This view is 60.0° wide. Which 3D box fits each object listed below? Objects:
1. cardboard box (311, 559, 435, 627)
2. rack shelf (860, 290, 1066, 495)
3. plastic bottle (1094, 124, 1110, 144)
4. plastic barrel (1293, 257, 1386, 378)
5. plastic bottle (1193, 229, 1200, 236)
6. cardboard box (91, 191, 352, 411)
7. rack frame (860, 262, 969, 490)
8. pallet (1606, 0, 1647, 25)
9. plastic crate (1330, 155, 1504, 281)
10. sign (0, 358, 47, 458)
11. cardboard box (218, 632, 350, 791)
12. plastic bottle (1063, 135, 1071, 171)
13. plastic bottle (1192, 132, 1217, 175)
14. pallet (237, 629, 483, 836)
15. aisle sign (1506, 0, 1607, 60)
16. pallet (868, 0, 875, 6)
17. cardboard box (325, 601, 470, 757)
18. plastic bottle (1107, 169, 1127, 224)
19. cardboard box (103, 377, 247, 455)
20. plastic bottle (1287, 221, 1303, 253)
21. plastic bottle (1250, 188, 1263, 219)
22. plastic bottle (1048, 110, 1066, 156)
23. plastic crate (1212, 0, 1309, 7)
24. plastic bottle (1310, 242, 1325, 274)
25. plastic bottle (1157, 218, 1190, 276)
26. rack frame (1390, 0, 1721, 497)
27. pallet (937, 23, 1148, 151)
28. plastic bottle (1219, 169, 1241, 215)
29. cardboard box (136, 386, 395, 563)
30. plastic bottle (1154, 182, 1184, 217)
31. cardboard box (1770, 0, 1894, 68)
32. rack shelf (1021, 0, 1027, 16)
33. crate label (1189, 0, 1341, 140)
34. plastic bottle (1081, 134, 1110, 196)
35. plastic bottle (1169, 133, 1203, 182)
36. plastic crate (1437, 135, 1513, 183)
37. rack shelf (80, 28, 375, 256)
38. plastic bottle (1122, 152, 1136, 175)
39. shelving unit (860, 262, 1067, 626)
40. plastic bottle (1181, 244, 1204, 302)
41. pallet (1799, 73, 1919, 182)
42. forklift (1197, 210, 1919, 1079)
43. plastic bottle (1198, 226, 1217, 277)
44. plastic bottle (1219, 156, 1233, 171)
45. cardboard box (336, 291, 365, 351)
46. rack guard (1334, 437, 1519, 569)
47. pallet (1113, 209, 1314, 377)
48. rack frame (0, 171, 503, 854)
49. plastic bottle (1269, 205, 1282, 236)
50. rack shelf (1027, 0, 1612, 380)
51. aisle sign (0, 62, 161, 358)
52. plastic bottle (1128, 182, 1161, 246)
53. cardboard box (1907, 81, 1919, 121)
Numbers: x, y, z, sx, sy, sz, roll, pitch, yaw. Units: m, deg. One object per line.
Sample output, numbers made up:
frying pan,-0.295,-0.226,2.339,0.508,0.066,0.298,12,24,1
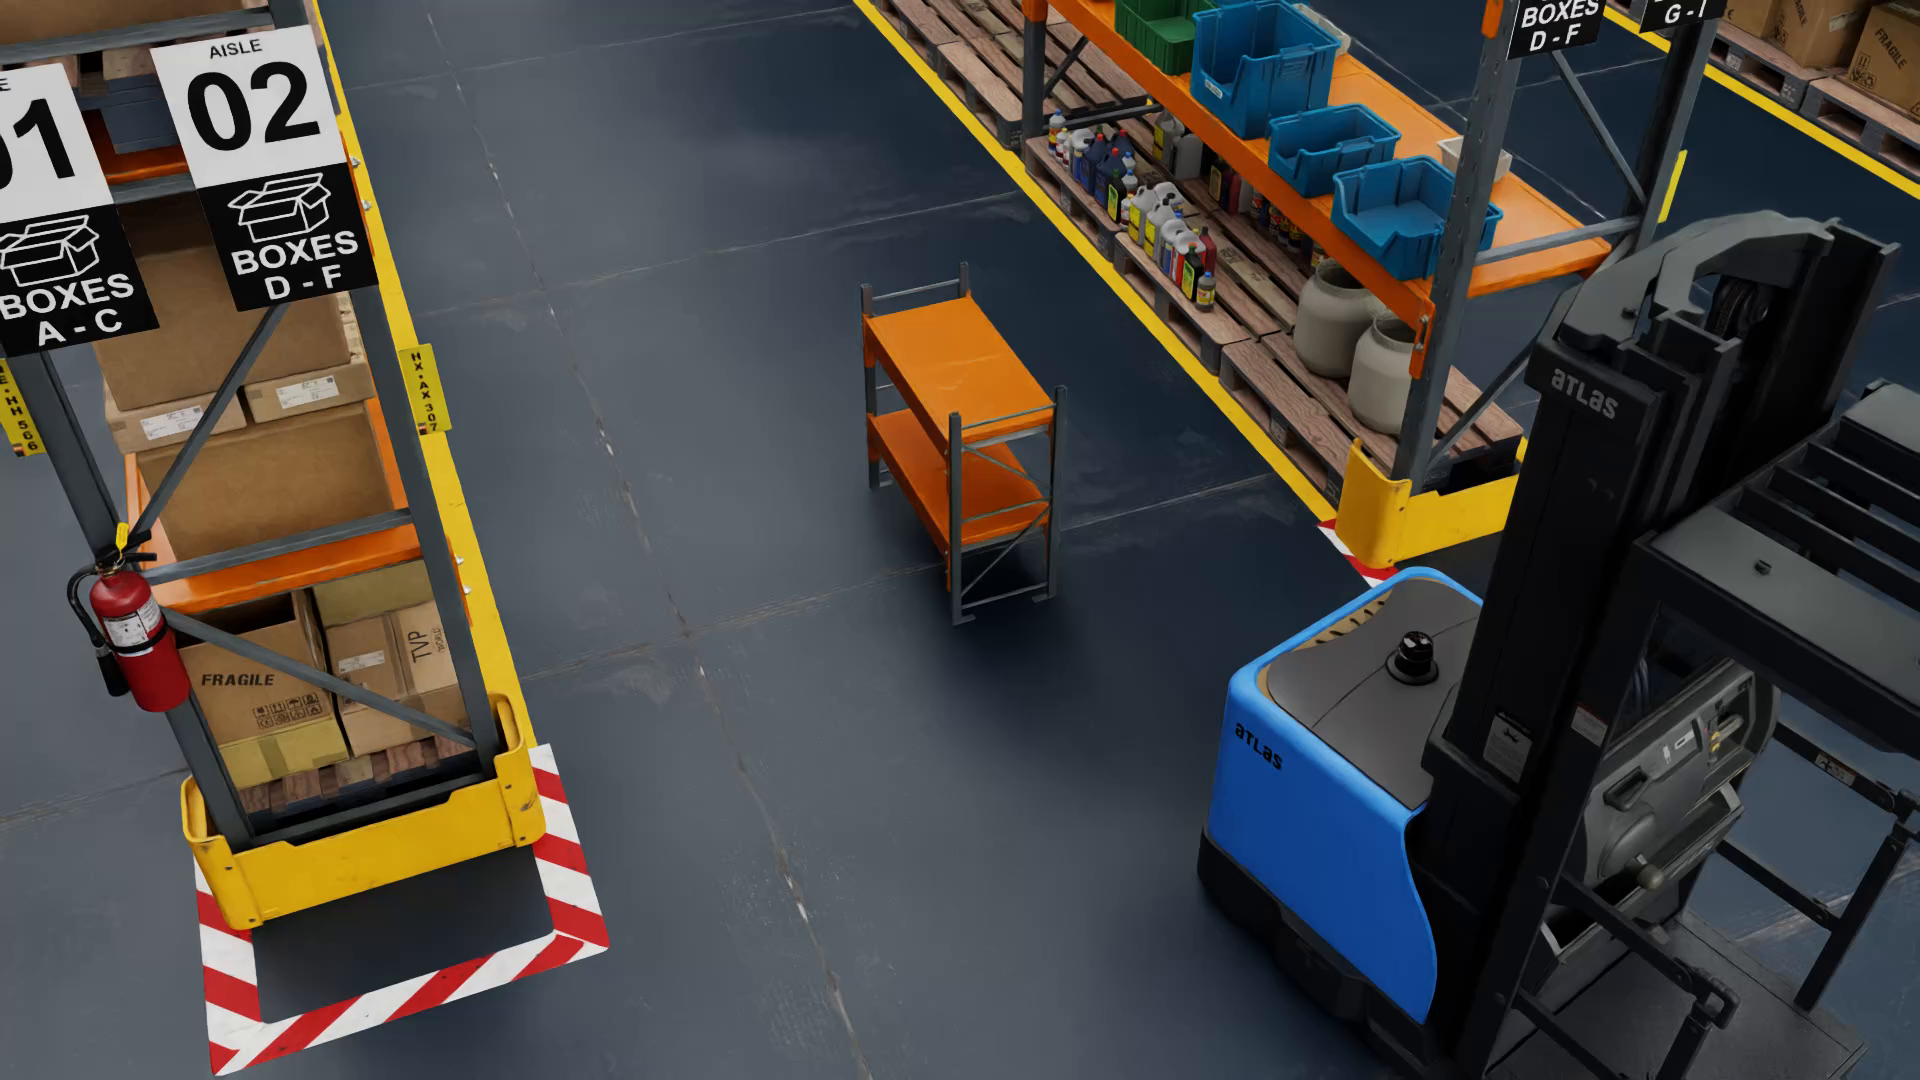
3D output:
cardboard box,-2.375,-0.054,6.642,0.500,0.500,0.500,-15,43,-17
rack shelf,-0.003,-0.652,7.116,0.538,0.278,1.000,-15,43,-17
plastic bottle,0.829,-2.291,9.778,0.061,0.283,0.133,-15,43,-17
plastic barrel,1.882,-1.102,8.236,0.421,0.512,0.421,0,41,0
plastic bottle,1.272,-1.594,9.031,0.097,0.201,0.097,0,41,0
cardboard box,-2.369,-0.819,5.249,0.700,0.500,0.500,-15,43,-17
rack frame,-0.197,-0.737,7.663,0.500,1.125,0.032,-15,43,-17
pallet,5.142,-4.263,12.465,1.003,0.211,1.213,-15,43,-17
plastic crate,1.928,-1.377,7.084,0.499,0.251,0.616,-15,43,-17
sign,-2.689,-0.375,4.735,0.100,0.325,0.005,-15,43,-17
cardboard box,-2.660,0.661,6.387,0.500,0.250,0.500,-15,43,-17
plastic bottle,0.660,-2.298,9.850,0.097,0.201,0.097,0,41,0
plastic bottle,1.451,-2.347,9.792,0.144,0.351,0.185,-17,44,-19
pallet,-2.513,0.634,6.770,1.003,0.211,1.213,-15,43,-17
aisle sign,2.149,-2.075,5.787,0.394,0.787,0.004,-15,43,-17
pallet,-0.405,-4.492,12.731,1.003,0.211,1.213,-15,43,-17
cardboard box,-2.182,0.531,6.537,0.500,0.250,0.500,-15,43,-17
plastic bottle,0.888,-1.940,9.370,0.061,0.283,0.133,-13,42,-15
cardboard box,-2.504,-0.440,5.305,0.380,0.149,0.250,-16,43,-18
plastic bottle,1.859,-1.716,9.118,0.097,0.271,0.097,0,41,0
plastic bottle,1.704,-1.933,9.424,0.097,0.201,0.097,0,41,0
plastic bottle,0.582,-2.447,9.969,0.097,0.271,0.097,0,41,0
plastic crate,1.540,-2.961,8.926,0.499,0.251,0.616,-15,43,-17
plastic bottle,1.950,-1.545,8.973,0.097,0.201,0.097,0,41,0
plastic bottle,1.164,-1.580,8.957,0.152,0.276,0.135,-16,43,-18
rack frame,2.396,-1.207,6.771,1.000,3.000,0.127,-15,43,-17
pallet,0.529,-3.023,11.022,1.003,0.211,1.213,-15,43,-17
plastic bottle,1.535,-2.001,9.441,0.061,0.283,0.133,-15,43,-17
cardboard box,-2.349,-0.296,5.635,0.700,0.500,0.500,-15,43,-17
plastic bottle,1.153,-1.843,9.263,0.152,0.276,0.135,-15,43,-17
cardboard box,5.784,-3.469,10.998,0.500,0.500,0.500,-3,41,-3
rack shelf,0.100,-4.548,11.209,1.077,0.370,4.000,-15,43,-17
crate label,1.442,-2.262,7.971,0.502,0.435,0.616,-15,43,-17
plastic bottle,0.791,-2.189,9.608,0.144,0.351,0.185,-14,43,-16
plastic bottle,1.324,-2.267,9.756,0.152,0.276,0.135,-15,43,-17
plastic crate,2.351,-1.726,7.578,0.298,0.136,0.250,-15,43,-17
rack shelf,-2.947,-2.043,5.995,1.077,0.370,4.000,-15,43,-17
plastic bottle,0.958,-2.102,9.567,0.097,0.271,0.097,0,41,0
shelving unit,-0.003,-0.431,7.307,0.538,1.125,1.048,-15,43,-17
plastic bottle,1.227,-1.407,8.750,0.061,0.283,0.133,-14,43,-16
pallet,6.202,-2.663,10.603,1.003,0.211,1.213,-15,43,-17
forklift,2.172,0.724,4.579,1.130,2.935,3.031,-27,47,-28
plastic bottle,1.315,-1.526,8.889,0.061,0.283,0.133,-15,43,-17
plastic bottle,1.575,-2.153,9.566,0.144,0.351,0.185,-15,43,-17
cardboard box,-2.237,-0.706,5.615,0.380,0.149,0.250,-16,43,-18
rack guard,2.323,-0.293,7.626,1.175,0.500,0.348,-15,43,-17
pallet,1.554,-1.408,9.144,1.003,0.211,1.213,-15,43,-17
rack frame,-2.182,0.027,5.337,1.000,3.000,0.127,-15,43,-17
plastic bottle,1.783,-1.809,9.280,0.097,0.201,0.097,0,41,0
rack shelf,1.631,-2.139,8.407,1.077,0.370,4.000,-15,43,-17
aisle sign,-2.428,-0.846,4.358,0.394,0.787,0.004,-15,43,-17
plastic bottle,1.026,-1.819,9.178,0.144,0.351,0.185,-15,43,-17
cardboard box,6.266,-2.768,10.182,0.500,0.500,0.500,-11,42,-13
